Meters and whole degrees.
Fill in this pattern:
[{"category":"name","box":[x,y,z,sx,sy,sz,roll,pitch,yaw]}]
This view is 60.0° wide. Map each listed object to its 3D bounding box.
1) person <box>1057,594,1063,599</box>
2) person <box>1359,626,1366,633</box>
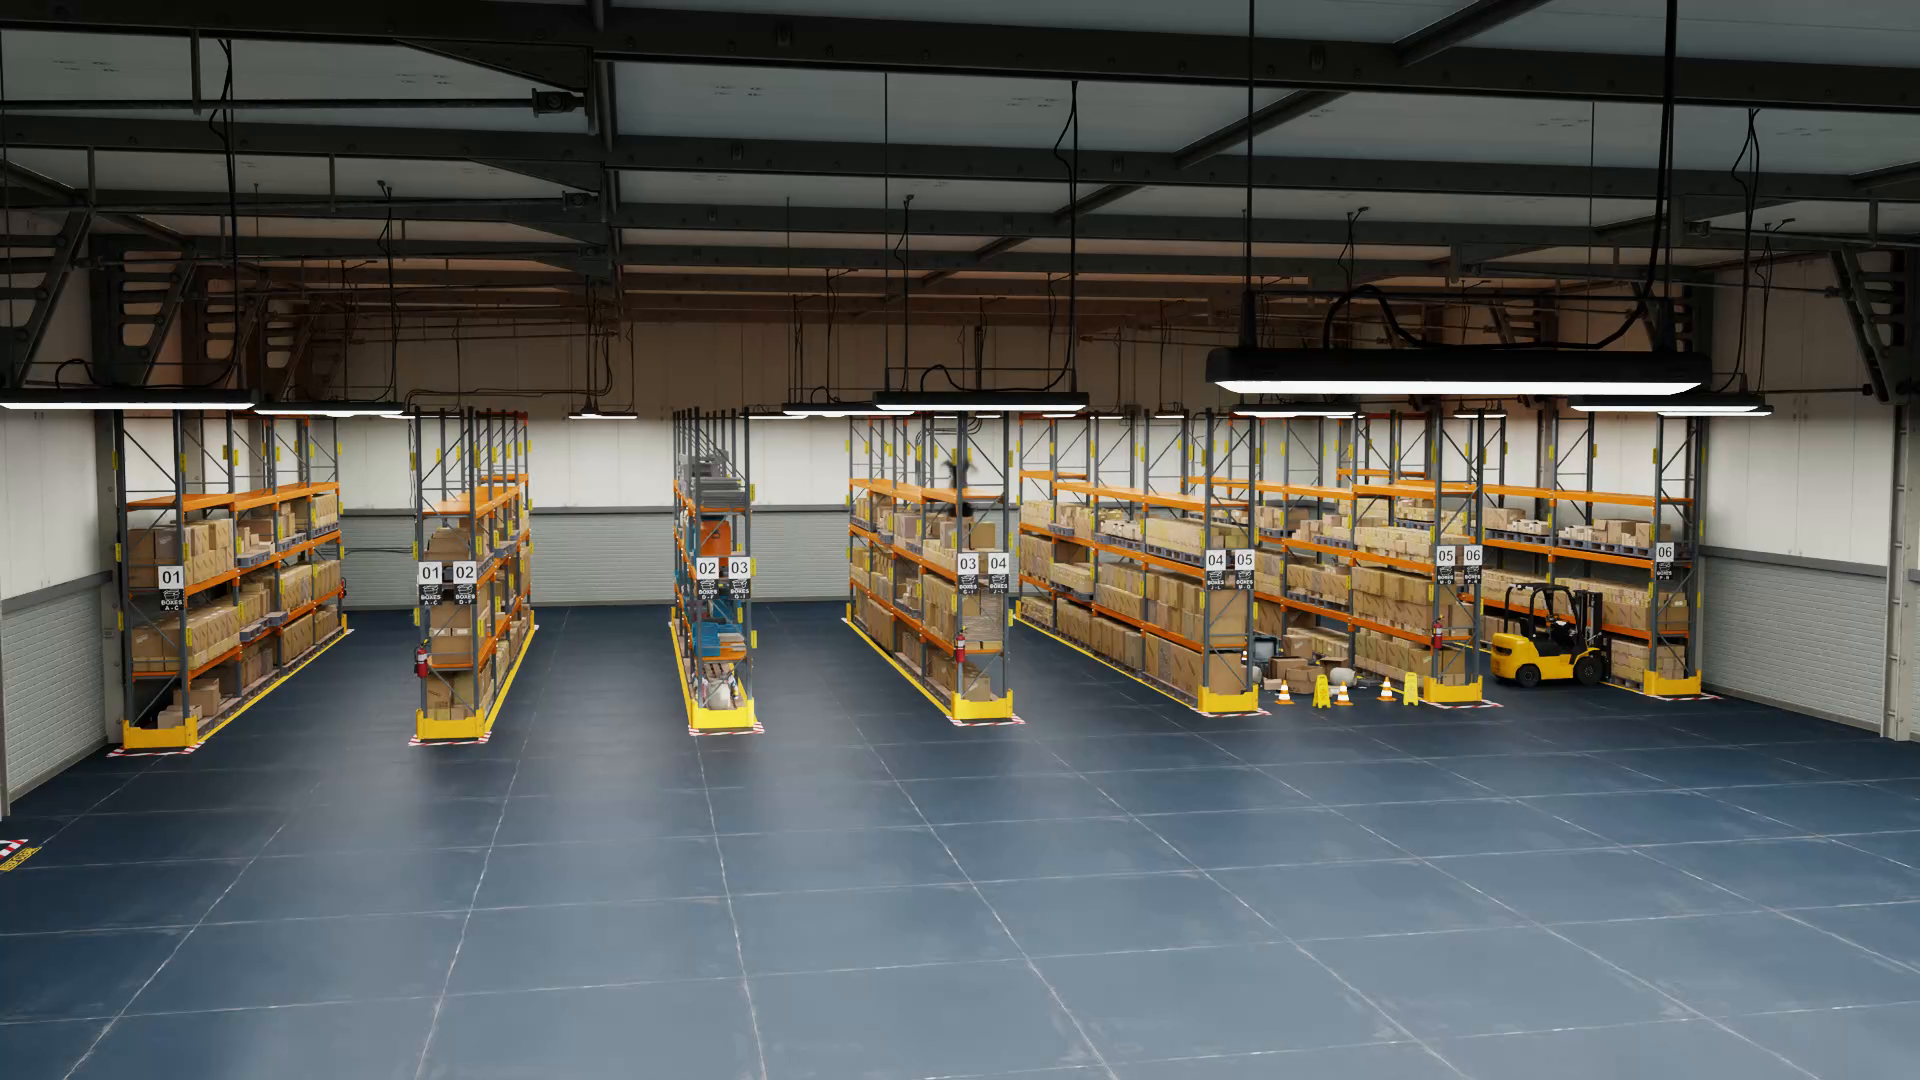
[{"category":"person","box":[3.236,1.281,50.378,0.889,1.793,0.646,-2,5,-27]},{"category":"person","box":[10.271,1.901,41.549,0.651,1.748,0.975,-1,4,-18]}]
